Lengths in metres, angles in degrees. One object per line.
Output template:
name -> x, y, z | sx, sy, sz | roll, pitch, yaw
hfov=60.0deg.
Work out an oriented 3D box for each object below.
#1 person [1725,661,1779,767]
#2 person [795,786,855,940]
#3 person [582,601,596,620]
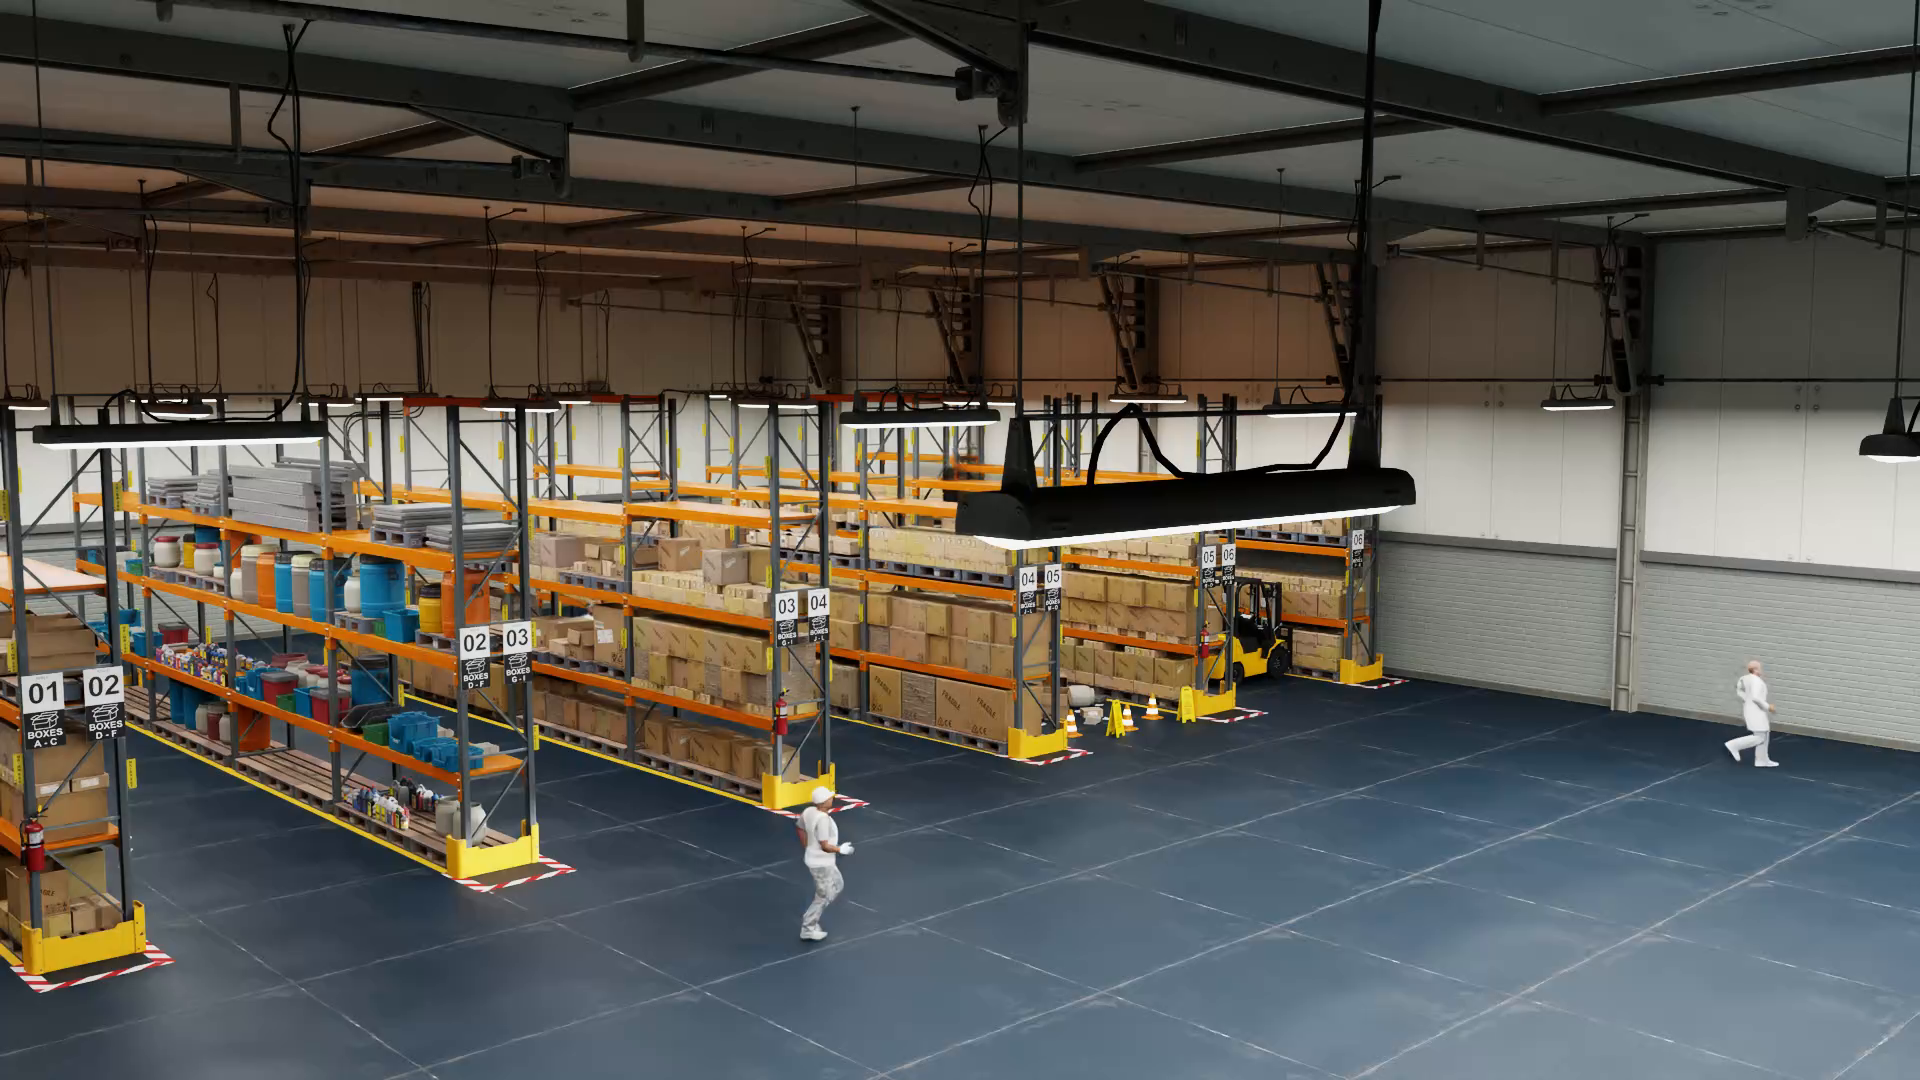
person -> 12.923, 2.836, 27.109 | 0.865, 1.745, 0.707 | 1, 6, 7
person -> -1.512, 3.634, 18.772 | 0.607, 1.744, 0.679 | -2, 6, -16
person -> -7.634, 2.127, 34.508 | 0.759, 1.740, 0.671 | 4, 7, 38
